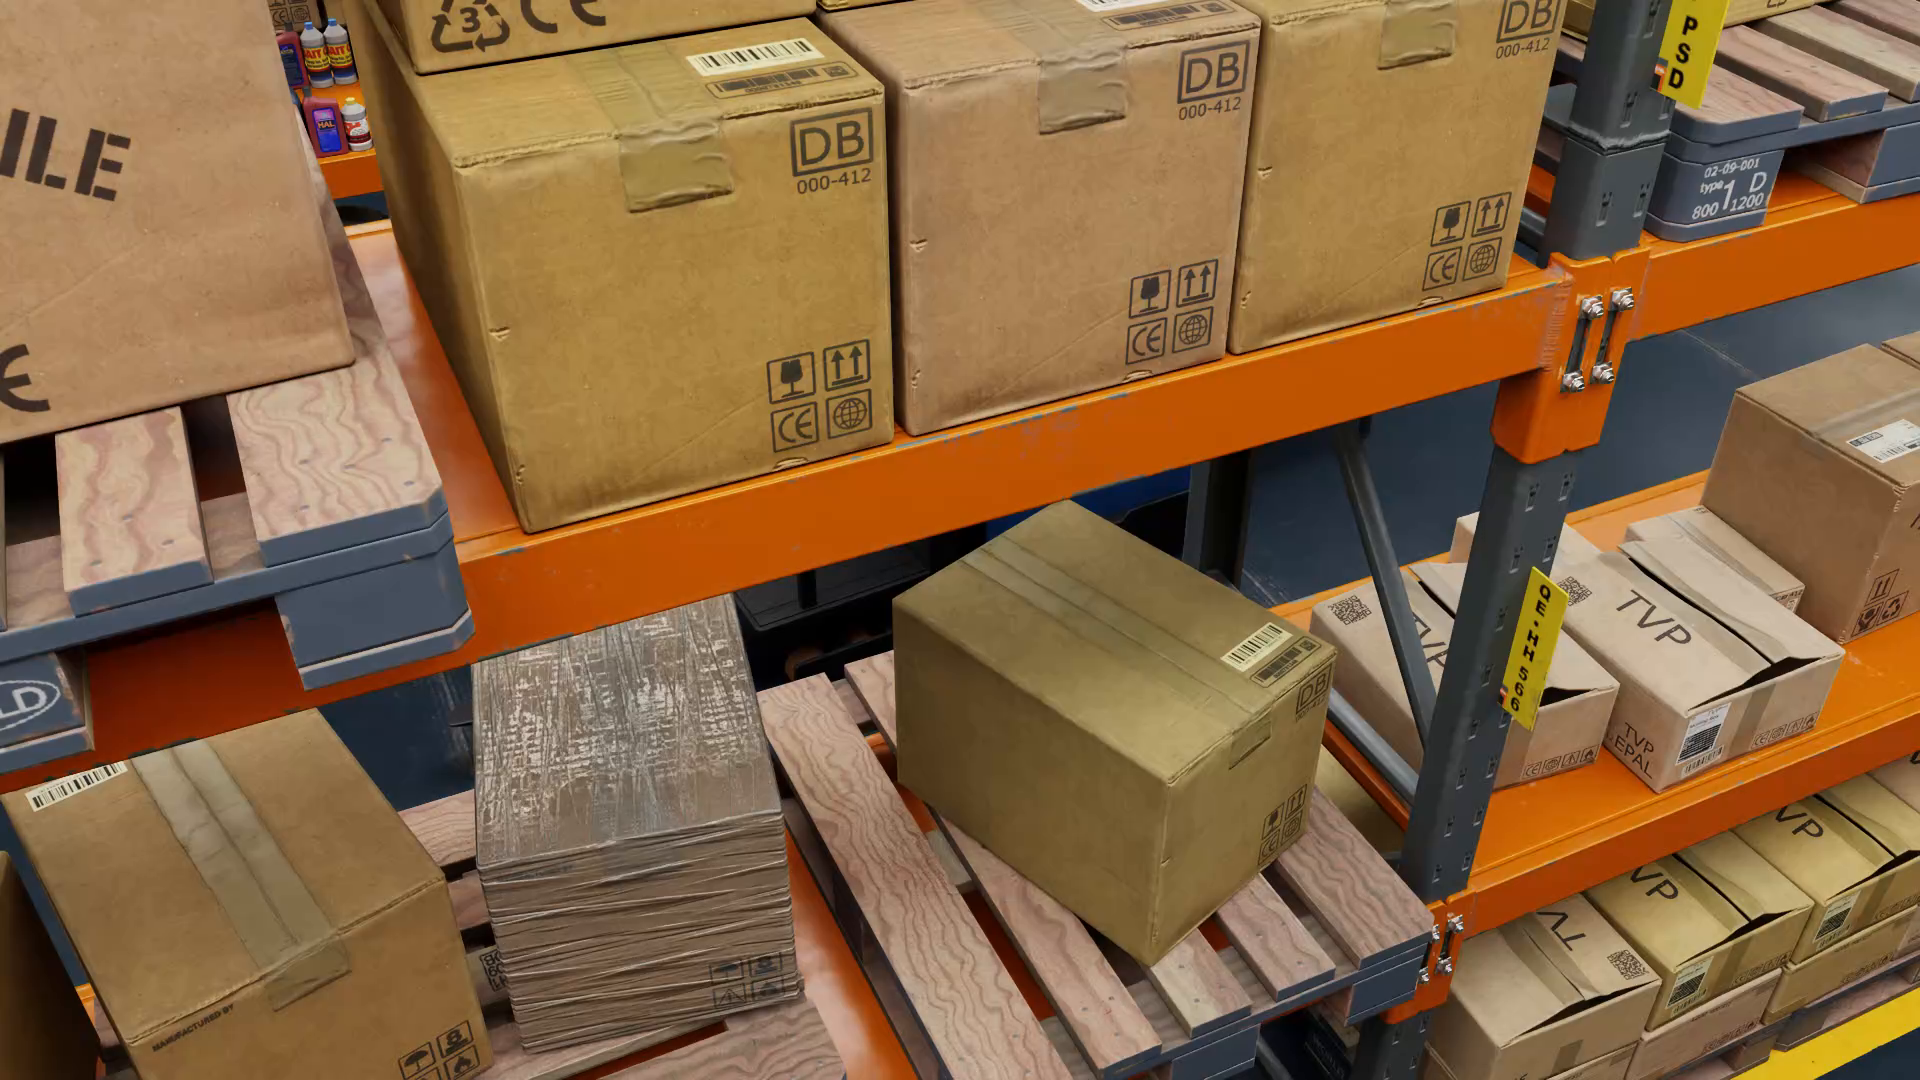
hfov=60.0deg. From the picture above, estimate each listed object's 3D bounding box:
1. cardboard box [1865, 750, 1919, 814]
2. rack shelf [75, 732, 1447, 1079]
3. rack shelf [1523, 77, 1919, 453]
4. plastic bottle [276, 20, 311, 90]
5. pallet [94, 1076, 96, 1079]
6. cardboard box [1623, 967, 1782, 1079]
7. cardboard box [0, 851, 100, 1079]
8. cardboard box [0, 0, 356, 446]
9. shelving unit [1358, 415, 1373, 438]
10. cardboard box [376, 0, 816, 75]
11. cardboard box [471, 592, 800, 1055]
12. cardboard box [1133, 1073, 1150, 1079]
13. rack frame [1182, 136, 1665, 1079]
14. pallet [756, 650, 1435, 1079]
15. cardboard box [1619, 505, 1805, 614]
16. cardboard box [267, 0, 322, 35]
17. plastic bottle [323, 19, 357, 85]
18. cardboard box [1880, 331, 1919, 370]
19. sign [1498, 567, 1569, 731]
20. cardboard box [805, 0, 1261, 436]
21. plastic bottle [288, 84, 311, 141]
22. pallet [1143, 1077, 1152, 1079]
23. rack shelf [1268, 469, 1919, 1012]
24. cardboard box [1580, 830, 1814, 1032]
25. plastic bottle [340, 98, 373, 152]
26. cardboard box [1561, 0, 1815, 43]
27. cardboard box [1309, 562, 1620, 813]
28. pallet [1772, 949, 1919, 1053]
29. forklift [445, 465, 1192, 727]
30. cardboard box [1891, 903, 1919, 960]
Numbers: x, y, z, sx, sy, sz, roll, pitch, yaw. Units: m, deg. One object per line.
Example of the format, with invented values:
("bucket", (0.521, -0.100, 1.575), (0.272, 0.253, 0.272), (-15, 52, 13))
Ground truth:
("cardboard box", (2.808, 0.686, 4.793), (0.500, 0.311, 0.500), (-16, 39, -21))
("rack shelf", (-1.001, 1.140, 3.298), (4.000, 0.370, 1.077), (-16, 39, -20))
("rack shelf", (2.620, -1.077, 3.770), (4.000, 0.370, 1.077), (-16, 39, -20))
("plastic bottle", (-2.886, -2.077, 7.130), (0.133, 0.283, 0.061), (-16, 39, -20))
("pallet", (-2.042, 1.291, 2.652), (1.213, 0.211, 1.003), (-16, 39, -20))
("cardboard box", (1.863, 1.179, 4.598), (0.500, 0.250, 0.500), (-17, 40, -21))
("cardboard box", (-1.692, 0.941, 2.527), (0.500, 0.500, 0.700), (-10, 38, -13))
("cardboard box", (-1.118, -0.523, 1.899), (0.600, 0.600, 0.600), (-17, 40, -22))
("shelving unit", (1.234, -1.038, 6.890), (1.048, 1.500, 0.538), (-19, 40, -23))
("cardboard box", (-0.512, -0.936, 2.053), (0.500, 0.500, 0.500), (-16, 39, -20))
("cardboard box", (-0.622, 0.485, 3.142), (0.500, 0.500, 0.700), (-9, 37, -11))
("cardboard box", (0.276, 1.134, 4.433), (0.500, 0.500, 0.500), (-14, 39, -18))
("rack frame", (0.809, 0.345, 3.767), (0.127, 3.000, 1.000), (-16, 39, -20))
("pallet", (0.225, 0.632, 3.542), (1.003, 0.211, 1.213), (-16, 39, -20))
("cardboard box", (1.940, 0.093, 4.318), (0.250, 0.149, 0.380), (-13, 38, -17))
("cardboard box", (-4.840, -3.928, 10.960), (0.875, 0.875, 1.225), (-15, 39, -20))
("plastic bottle", (-2.686, -2.116, 7.193), (0.097, 0.271, 0.097), (0, 37, 0))
("cardboard box", (2.798, -0.262, 4.501), (0.500, 0.500, 0.500), (-16, 39, -20))
("sign", (1.048, 0.202, 3.054), (0.005, 0.325, 0.100), (-16, 39, -20))
("cardboard box", (-0.033, -0.642, 2.496), (0.500, 0.500, 0.910), (-16, 39, -20))
("plastic bottle", (-2.673, -1.668, 6.522), (0.185, 0.351, 0.144), (-16, 39, -20))
("pallet", (0.117, 1.634, 4.370), (1.213, 0.211, 1.003), (-16, 39, -20))
("rack shelf", (2.620, 0.128, 4.664), (4.000, 0.370, 1.077), (-16, 39, -20))
("cardboard box", (1.880, 0.944, 4.444), (0.500, 0.311, 0.500), (-17, 40, -21))
("plastic bottle", (-2.415, -1.665, 6.643), (0.097, 0.201, 0.097), (0, 37, 0))
("cardboard box", (1.196, -1.113, 2.988), (0.500, 0.250, 0.500), (-19, 40, -23))
("cardboard box", (1.157, 0.312, 3.886), (0.500, 0.311, 0.500), (-13, 39, -17))
("pallet", (2.674, 0.971, 5.263), (1.213, 0.211, 1.003), (-16, 39, -20))
("forklift", (-0.546, -0.993, 5.629), (3.031, 2.935, 1.130), (-19, 40, -23))
("cardboard box", (2.795, 0.915, 4.955), (0.500, 0.250, 0.500), (-15, 39, -19))
